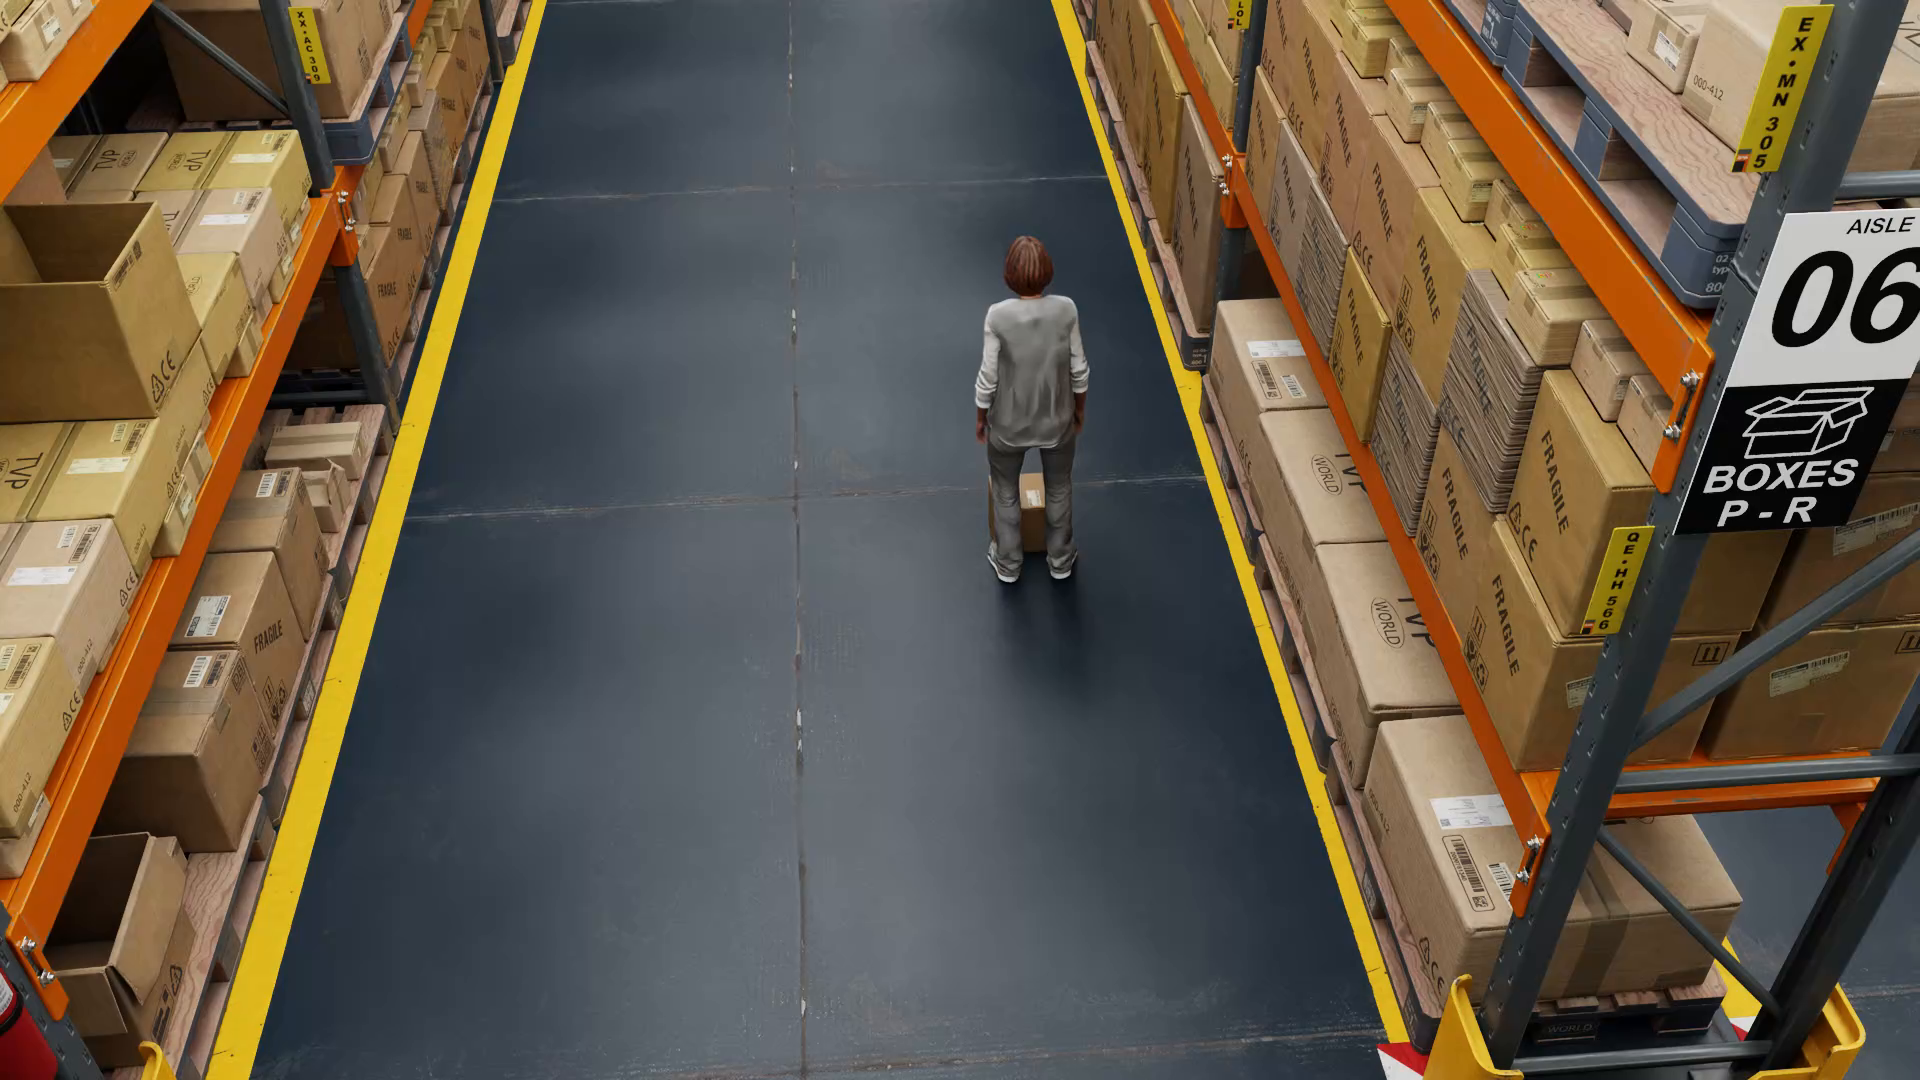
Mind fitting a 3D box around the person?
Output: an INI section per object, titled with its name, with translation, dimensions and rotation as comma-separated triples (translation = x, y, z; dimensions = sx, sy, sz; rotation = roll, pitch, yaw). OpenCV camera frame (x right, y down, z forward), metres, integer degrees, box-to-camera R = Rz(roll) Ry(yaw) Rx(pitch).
[person]
translation = 0.290, -0.483, 6.748
dimensions = 0.473, 1.590, 0.347
rotation = -4, 40, -5
